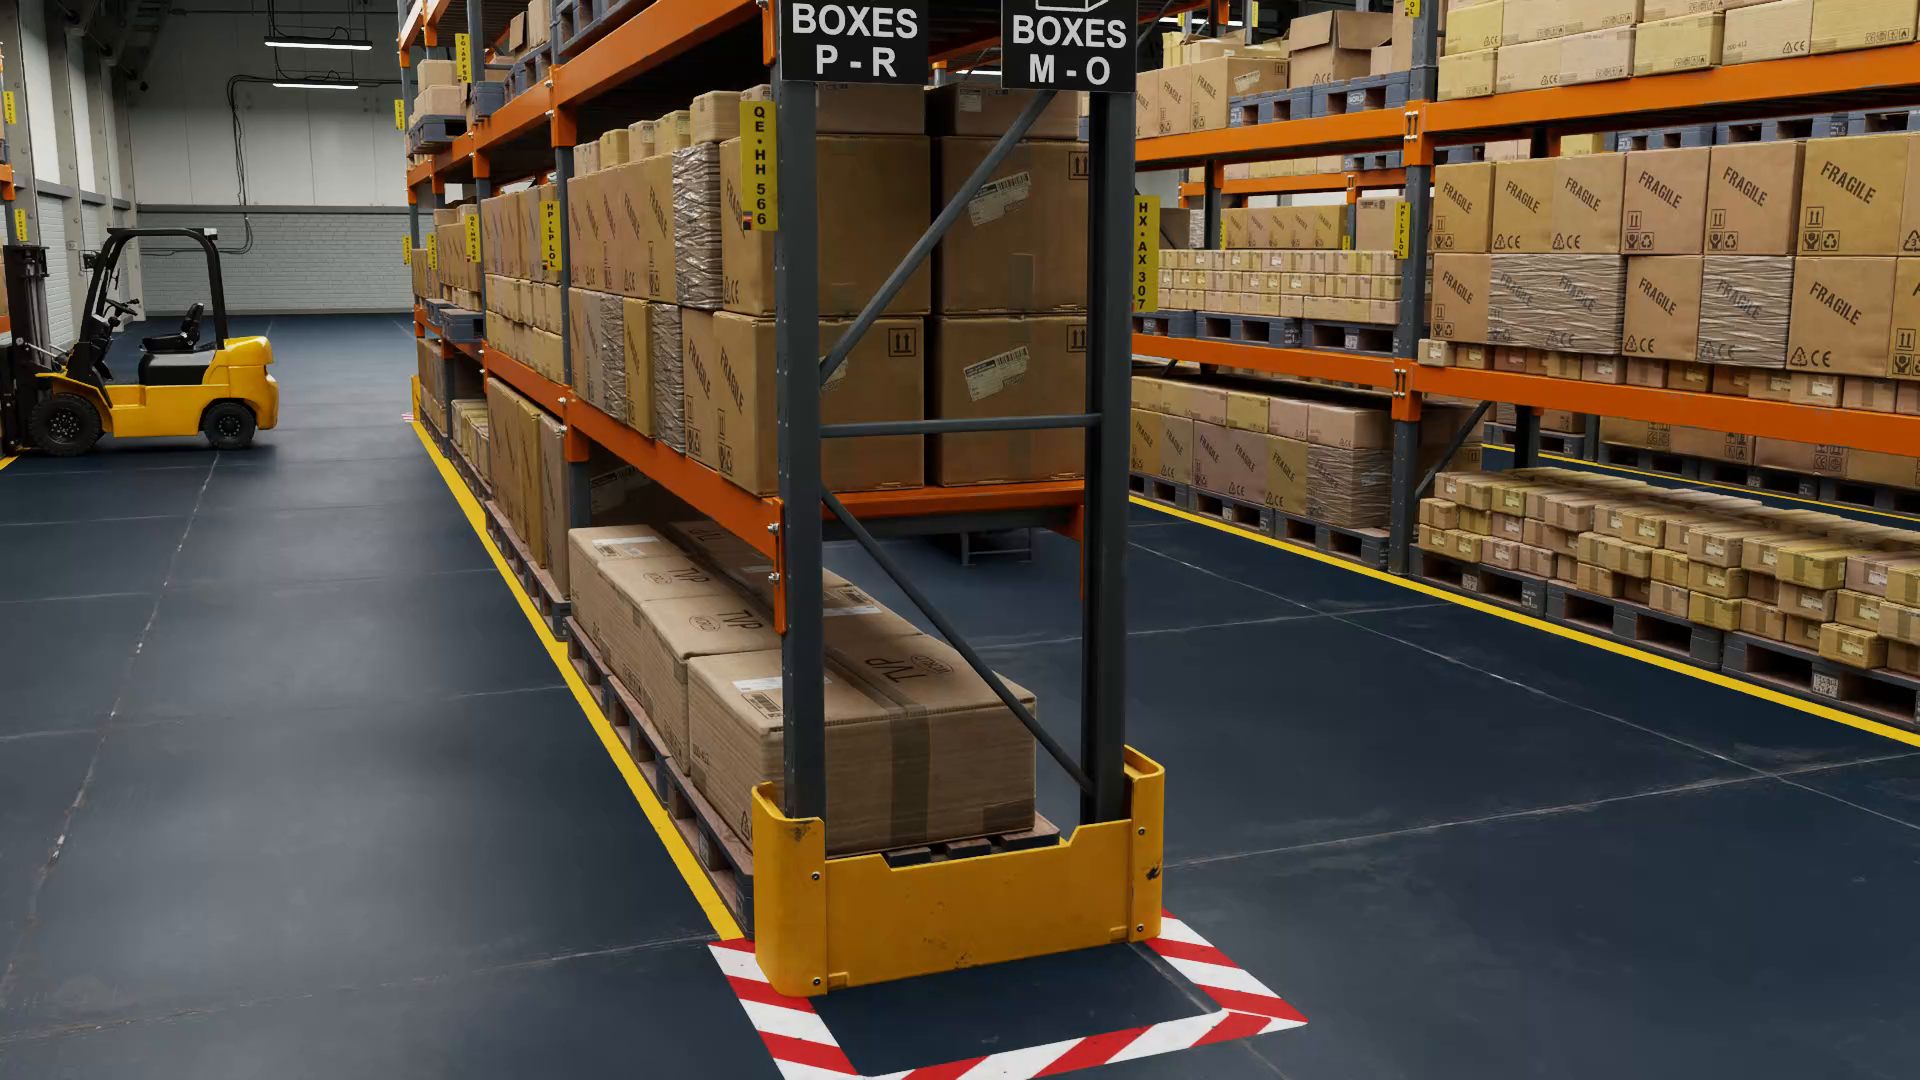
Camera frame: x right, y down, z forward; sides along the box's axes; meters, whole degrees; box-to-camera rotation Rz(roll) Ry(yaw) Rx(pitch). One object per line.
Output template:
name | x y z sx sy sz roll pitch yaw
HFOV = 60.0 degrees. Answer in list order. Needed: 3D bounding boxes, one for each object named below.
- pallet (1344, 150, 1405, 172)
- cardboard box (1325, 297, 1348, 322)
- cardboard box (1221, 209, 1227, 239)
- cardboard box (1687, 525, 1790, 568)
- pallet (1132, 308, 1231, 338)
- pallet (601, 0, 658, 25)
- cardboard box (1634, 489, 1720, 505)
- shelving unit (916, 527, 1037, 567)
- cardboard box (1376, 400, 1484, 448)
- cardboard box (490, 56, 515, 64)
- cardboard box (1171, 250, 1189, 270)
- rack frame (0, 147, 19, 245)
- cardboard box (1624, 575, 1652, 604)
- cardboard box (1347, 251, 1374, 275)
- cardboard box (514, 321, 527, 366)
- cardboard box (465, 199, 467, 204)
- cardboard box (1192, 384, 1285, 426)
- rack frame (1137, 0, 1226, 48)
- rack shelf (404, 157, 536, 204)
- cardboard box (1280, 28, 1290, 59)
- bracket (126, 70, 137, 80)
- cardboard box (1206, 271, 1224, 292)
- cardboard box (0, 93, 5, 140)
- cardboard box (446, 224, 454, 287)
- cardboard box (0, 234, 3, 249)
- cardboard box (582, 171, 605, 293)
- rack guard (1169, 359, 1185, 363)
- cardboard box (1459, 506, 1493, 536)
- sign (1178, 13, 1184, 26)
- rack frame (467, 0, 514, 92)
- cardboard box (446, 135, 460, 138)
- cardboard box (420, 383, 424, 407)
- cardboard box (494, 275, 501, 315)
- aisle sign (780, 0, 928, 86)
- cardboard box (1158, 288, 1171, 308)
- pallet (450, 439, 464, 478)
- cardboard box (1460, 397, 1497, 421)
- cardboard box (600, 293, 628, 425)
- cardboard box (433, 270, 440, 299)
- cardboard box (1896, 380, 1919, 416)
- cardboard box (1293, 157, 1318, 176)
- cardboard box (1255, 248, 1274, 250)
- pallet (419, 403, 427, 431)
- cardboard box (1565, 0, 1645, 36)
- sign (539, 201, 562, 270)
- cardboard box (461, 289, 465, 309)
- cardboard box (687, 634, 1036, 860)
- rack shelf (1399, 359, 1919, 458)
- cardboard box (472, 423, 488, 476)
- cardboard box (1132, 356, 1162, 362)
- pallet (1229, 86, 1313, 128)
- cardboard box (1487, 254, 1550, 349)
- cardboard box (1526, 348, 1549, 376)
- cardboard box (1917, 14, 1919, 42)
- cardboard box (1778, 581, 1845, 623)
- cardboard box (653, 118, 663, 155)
pallet | 5.009 -4.173 18.284 1.213 0.211 1.003 -4 11 -21
cardboard box | 2.613 -1.510 10.863 0.380 0.149 0.250 -4 11 -21
cardboard box | 3.555 -4.047 21.619 0.500 0.500 0.500 -4 11 -21
cardboard box | 3.712 0.029 7.932 0.380 0.149 0.250 -3 11 -19
pallet | 2.032 -1.741 13.188 1.213 0.211 1.003 -4 11 -21
pallet | -0.728 -2.061 6.131 1.003 0.211 1.213 -4 11 -21
cardboard box | 3.928 -0.181 9.116 0.380 0.149 0.250 -4 11 -24
shelving unit | 0.095 -0.486 10.940 0.538 1.125 1.048 -3 11 -17
cardboard box | 3.103 -0.774 11.005 0.500 0.250 0.500 -4 11 -23
cardboard box | -3.633 -3.871 13.854 0.500 0.250 0.500 -4 11 -20
cardboard box | 1.846 -2.149 12.755 0.380 0.149 0.250 -4 11 -21
rack frame | -10.426 -2.604 17.495 1.000 3.000 0.127 -4 11 -21
cardboard box | 3.631 0.232 8.491 0.380 0.149 0.250 -4 11 -19
cardboard box | 2.699 -1.765 10.595 0.380 0.149 0.250 -4 11 -23
cardboard box | -2.390 -1.195 10.002 0.500 0.250 0.500 -4 11 -21
cardboard box | -4.631 -3.209 16.904 0.700 0.500 0.500 -4 11 -22
cardboard box | 2.050 -0.998 12.260 0.500 0.250 0.500 -4 11 -20
rack frame | 1.675 -4.898 13.262 1.000 3.000 0.127 -4 11 -21
rack shelf | -5.076 -3.716 17.234 1.077 0.370 4.000 -4 11 -21
cardboard box | 2.549 -3.589 11.997 0.396 0.266 0.258 -4 11 -21
bracket | -21.404 -12.011 42.968 0.235 0.232 0.430 -4 11 -21
cardboard box | 2.044 -1.913 12.279 0.380 0.149 0.250 -4 11 -21
cardboard box | -10.039 -4.329 16.859 0.500 0.500 0.500 -4 11 -19
cardboard box | -3.905 -2.328 13.609 0.500 0.500 0.500 -4 11 -23
cardboard box | -9.862 -2.995 16.704 0.380 0.149 0.250 -4 11 -20
cardboard box | -1.329 -1.327 7.172 0.500 0.500 0.500 -4 11 -22
rack guard | 3.463 -2.306 22.954 1.175 0.500 0.348 -4 11 -21
cardboard box | 3.133 -0.126 9.656 0.380 0.149 0.250 -4 11 -20
sign | 2.929 -6.967 21.997 0.100 0.325 0.005 -4 11 -21
rack frame | -2.902 -4.568 11.403 1.000 3.000 0.127 -4 11 -21
cardboard box | -4.763 -3.871 15.634 0.500 0.250 0.500 -4 11 -21
cardboard box | -5.767 -1.623 18.634 0.500 0.250 0.500 -4 11 -21
cardboard box | -2.762 -1.603 10.870 0.500 0.250 0.500 -4 11 -20
aisle sign | -0.266 -1.557 4.183 0.394 0.787 0.004 -4 11 -21
cardboard box | 1.746 -1.898 13.043 0.380 0.149 0.250 -3 11 -18
pallet | -4.068 -0.767 15.129 1.003 0.211 1.213 -4 11 -21
cardboard box | 5.648 -1.519 17.274 0.700 0.500 0.500 -3 11 -16
cardboard box | -1.174 -0.753 6.803 0.500 0.500 0.500 -4 11 -21
cardboard box | -4.745 -2.519 15.883 0.500 0.500 0.500 -4 11 -22
cardboard box | 4.137 -0.593 6.908 0.380 0.149 0.250 -4 11 -21
cardboard box | 4.297 -4.442 19.693 0.500 0.250 0.500 -4 11 -19
cardboard box | 4.213 -3.412 20.902 0.875 0.500 0.500 -4 11 -21
pallet | -5.512 -1.400 18.686 1.003 0.211 1.213 -4 11 -21
cardboard box | 3.421 -2.682 8.370 0.500 0.250 0.500 -4 11 -20
sign | -1.955 -1.456 7.961 0.100 0.325 0.005 -4 11 -21
cardboard box | -3.622 -1.855 12.799 0.380 0.149 0.250 -4 11 -24
cardboard box | -0.336 0.645 5.345 0.875 0.438 0.875 -4 11 -23
rack shelf | 3.849 -0.611 8.344 1.077 0.370 4.000 -4 11 -21
cardboard box | -3.373 -0.740 13.318 0.950 0.372 0.625 -4 11 -22
cardboard box | 1.218 -1.291 15.339 1.050 0.750 0.750 -4 11 -20
pallet | 2.621 -2.953 11.425 1.213 0.211 1.003 -4 11 -21
cardboard box | 3.255 -1.310 9.086 0.500 0.500 0.500 -4 11 -21
cardboard box | 3.323 -0.979 9.074 0.380 0.149 0.250 -4 11 -23
cardboard box | 4.162 -2.099 6.519 0.500 0.250 0.500 -4 11 -22
cardboard box | 3.927 0.259 7.491 0.380 0.149 0.250 -4 11 -23
cardboard box | -0.911 -1.464 6.091 0.380 0.149 0.250 -4 11 -19
